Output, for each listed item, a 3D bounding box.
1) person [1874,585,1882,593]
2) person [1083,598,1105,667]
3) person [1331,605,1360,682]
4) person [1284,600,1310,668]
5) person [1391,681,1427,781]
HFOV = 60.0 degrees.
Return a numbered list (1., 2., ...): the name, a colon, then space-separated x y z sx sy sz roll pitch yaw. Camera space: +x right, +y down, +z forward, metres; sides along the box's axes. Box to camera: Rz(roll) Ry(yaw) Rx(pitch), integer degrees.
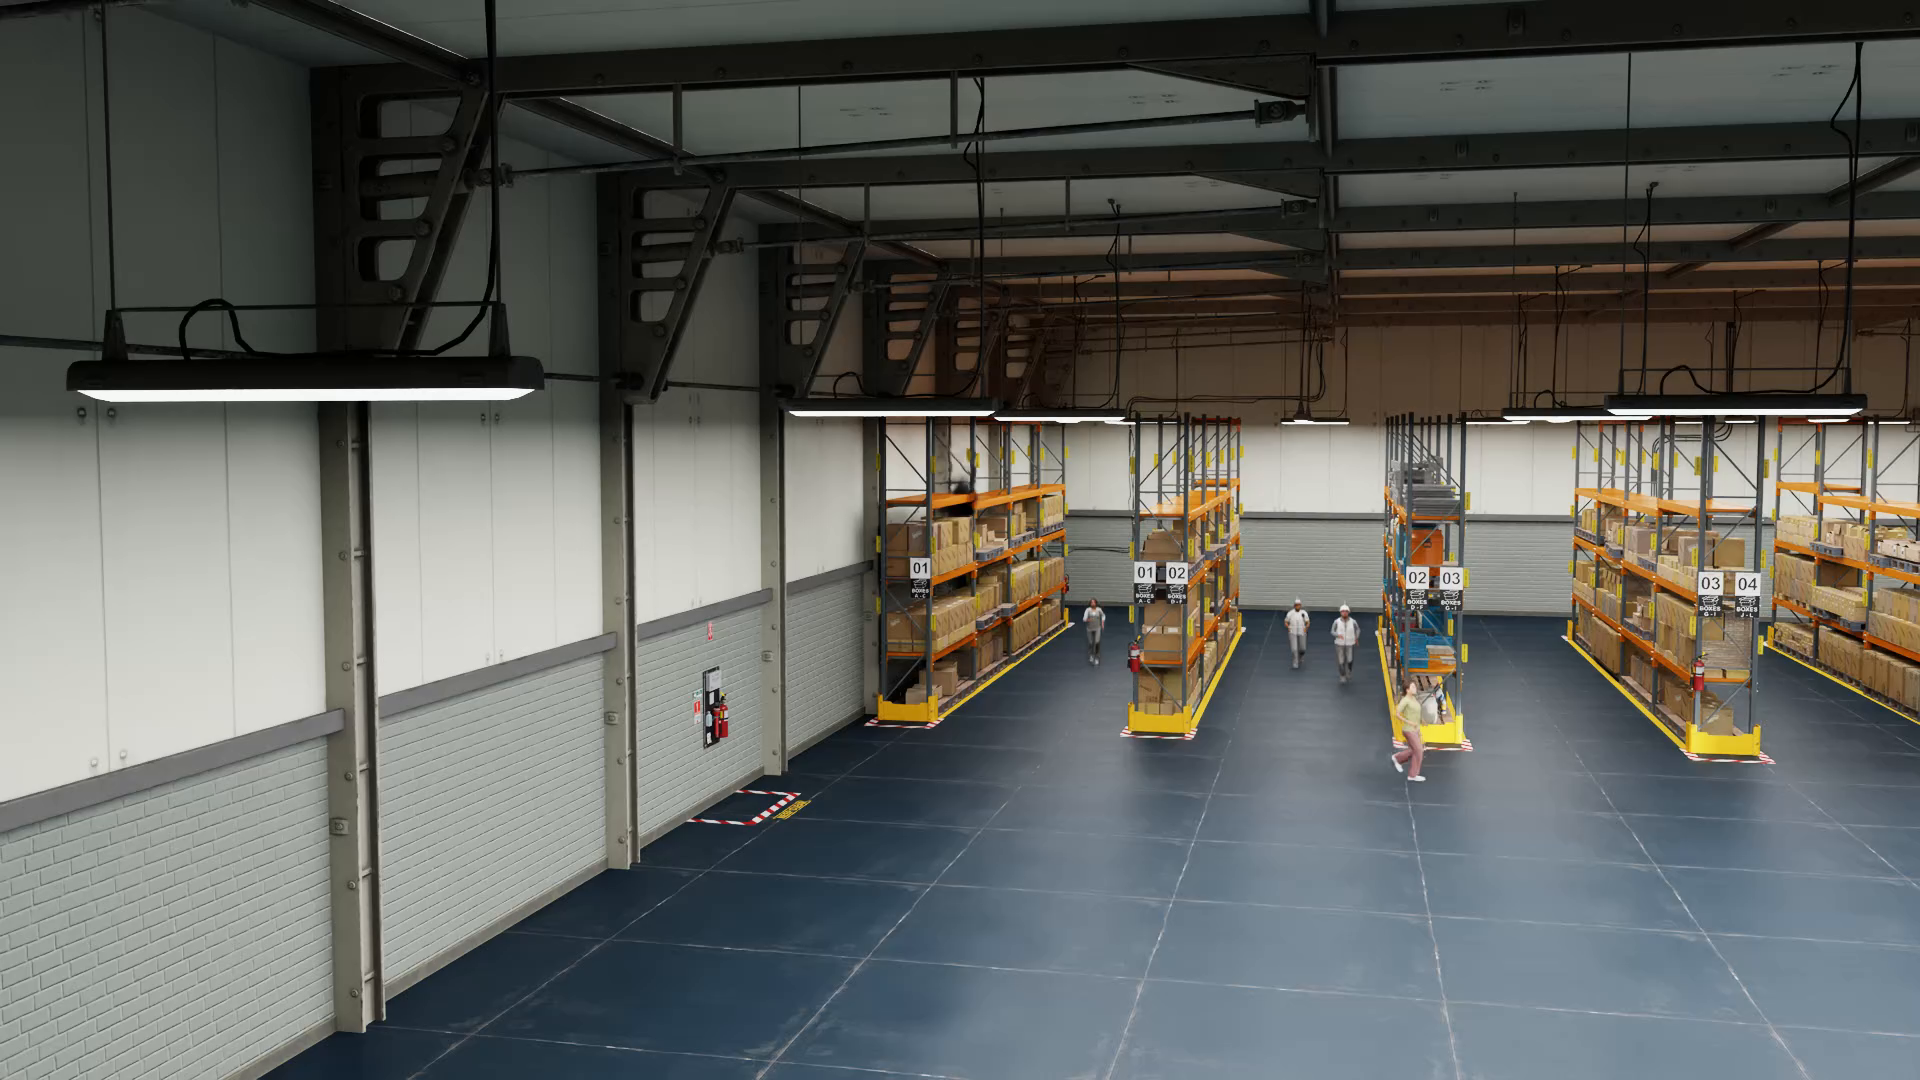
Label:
1. person: 23.086 2.026 41.945 0.718 1.796 0.788 1 4 18
2. person: 3.226 2.210 40.074 0.508 1.646 0.720 0 4 7
3. person: 8.628 2.333 37.217 0.645 1.732 0.592 1 4 12
4. person: 8.035 2.233 39.643 0.605 1.615 0.539 0 4 7
5. person: 7.273 3.082 26.991 0.625 1.620 0.580 3 5 40
